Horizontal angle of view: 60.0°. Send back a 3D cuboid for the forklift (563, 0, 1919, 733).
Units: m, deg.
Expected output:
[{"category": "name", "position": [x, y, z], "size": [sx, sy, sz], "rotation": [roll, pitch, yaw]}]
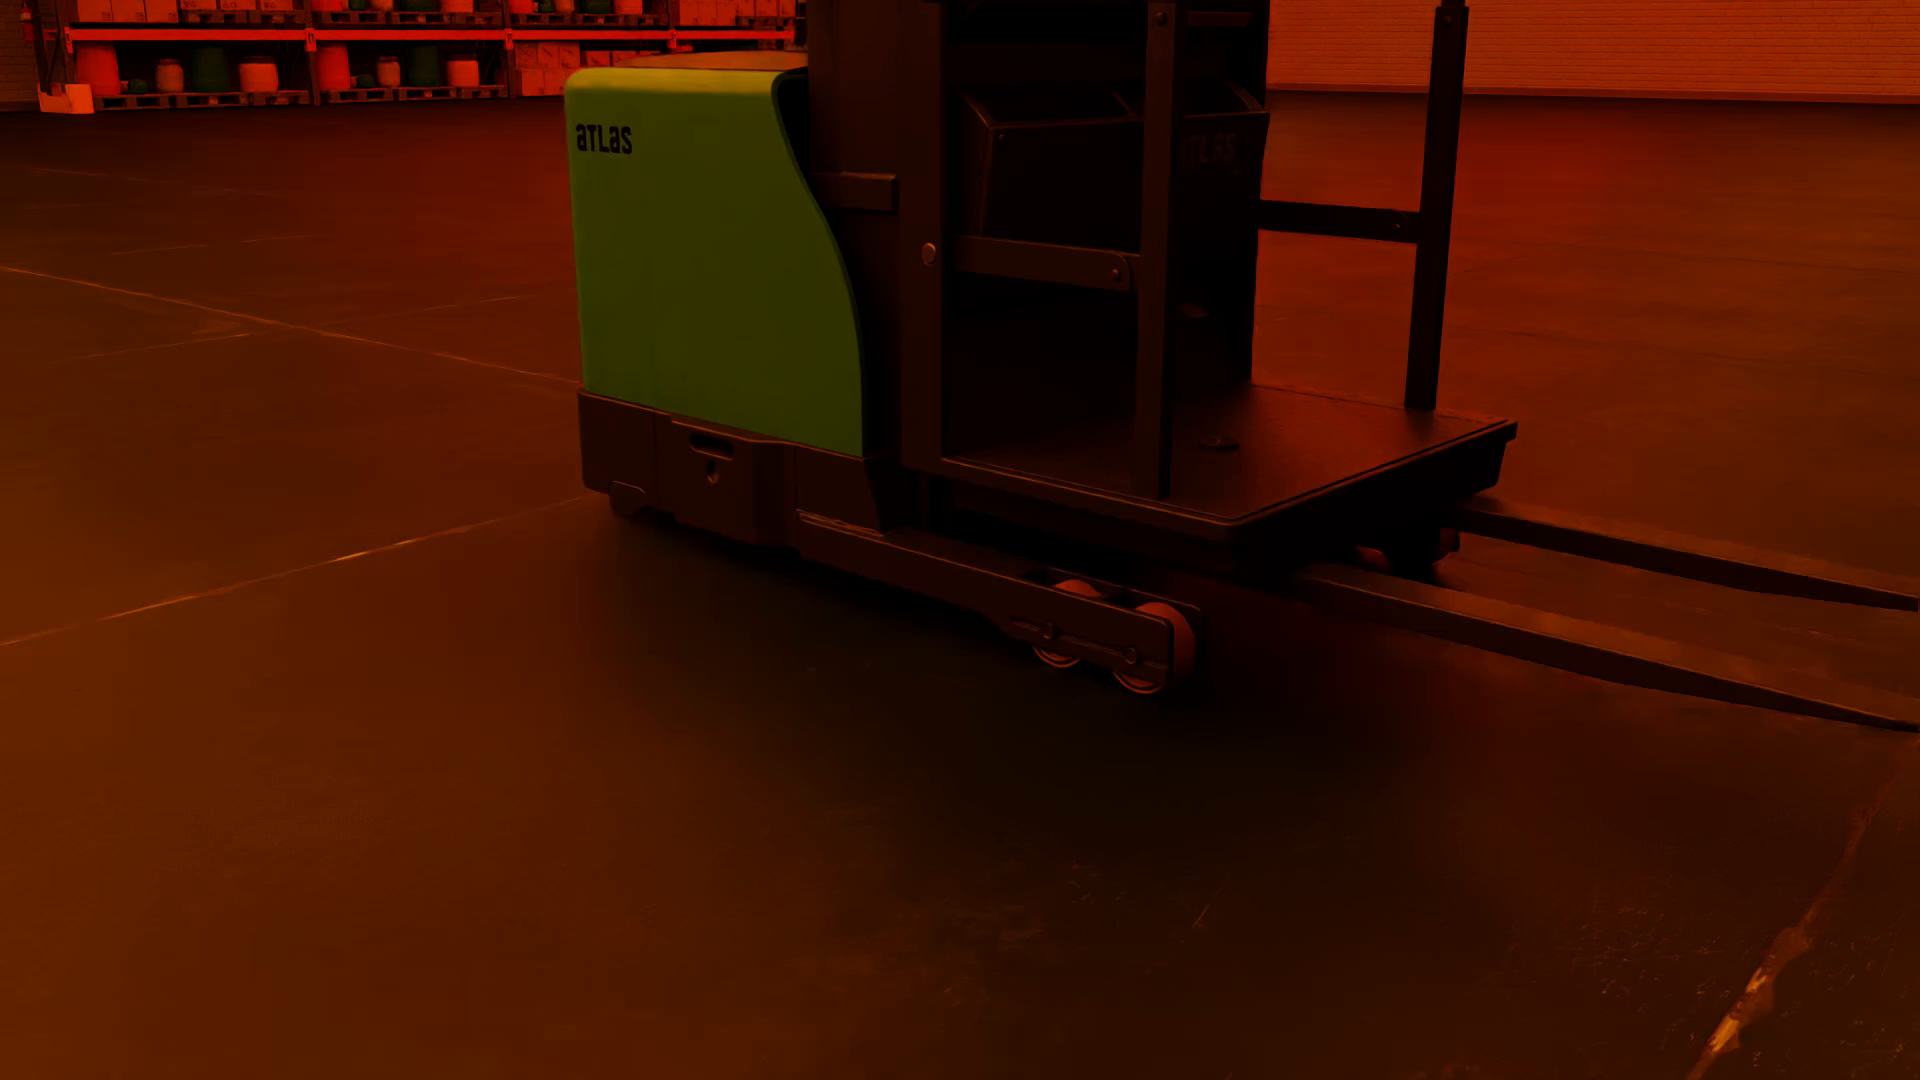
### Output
[{"category": "forklift", "position": [0.479, -1.293, 3.155], "size": [3.031, 2.935, 1.130], "rotation": [15, 22, 40]}]
